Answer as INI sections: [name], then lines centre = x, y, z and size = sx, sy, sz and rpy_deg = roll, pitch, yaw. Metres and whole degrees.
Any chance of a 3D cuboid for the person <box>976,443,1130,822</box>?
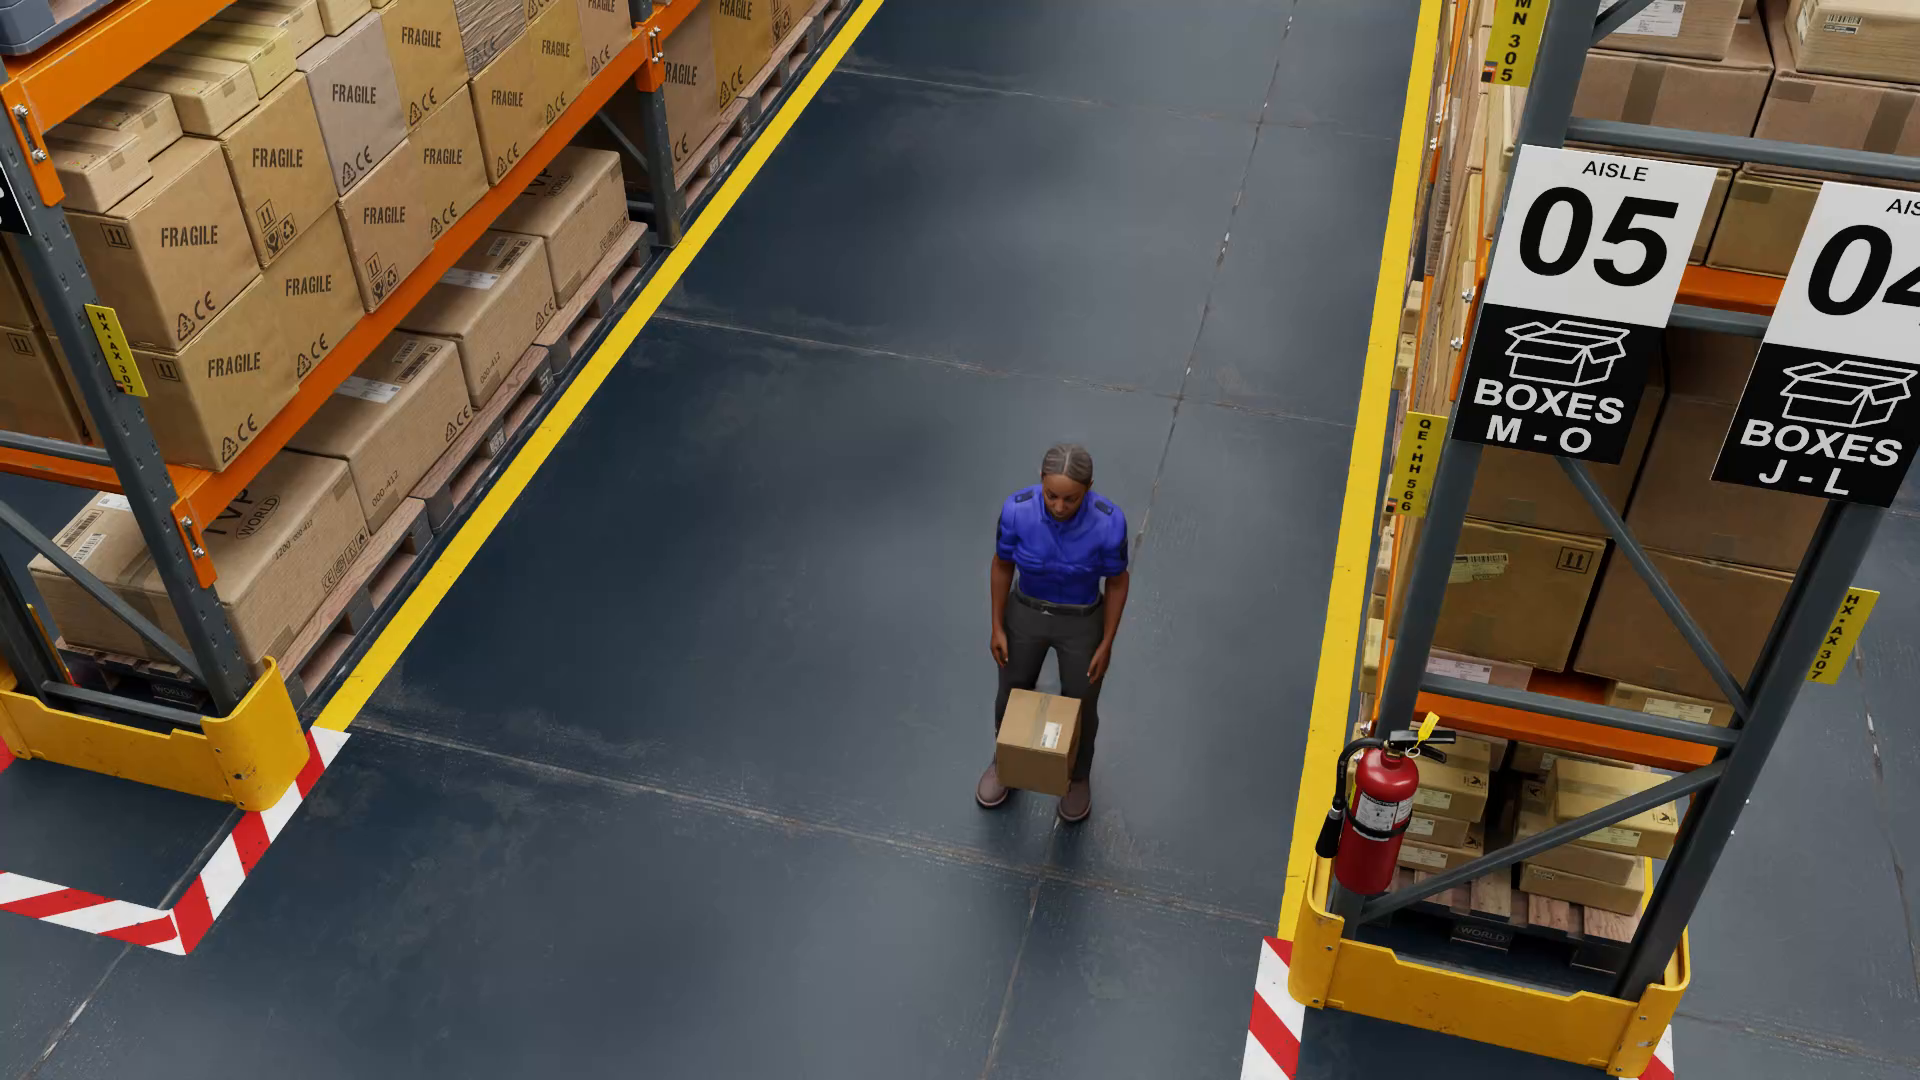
[person]
centre = 0.325, 0.309, 5.806
size = 0.494, 1.659, 0.345
rpy_deg = 9, 42, 10
